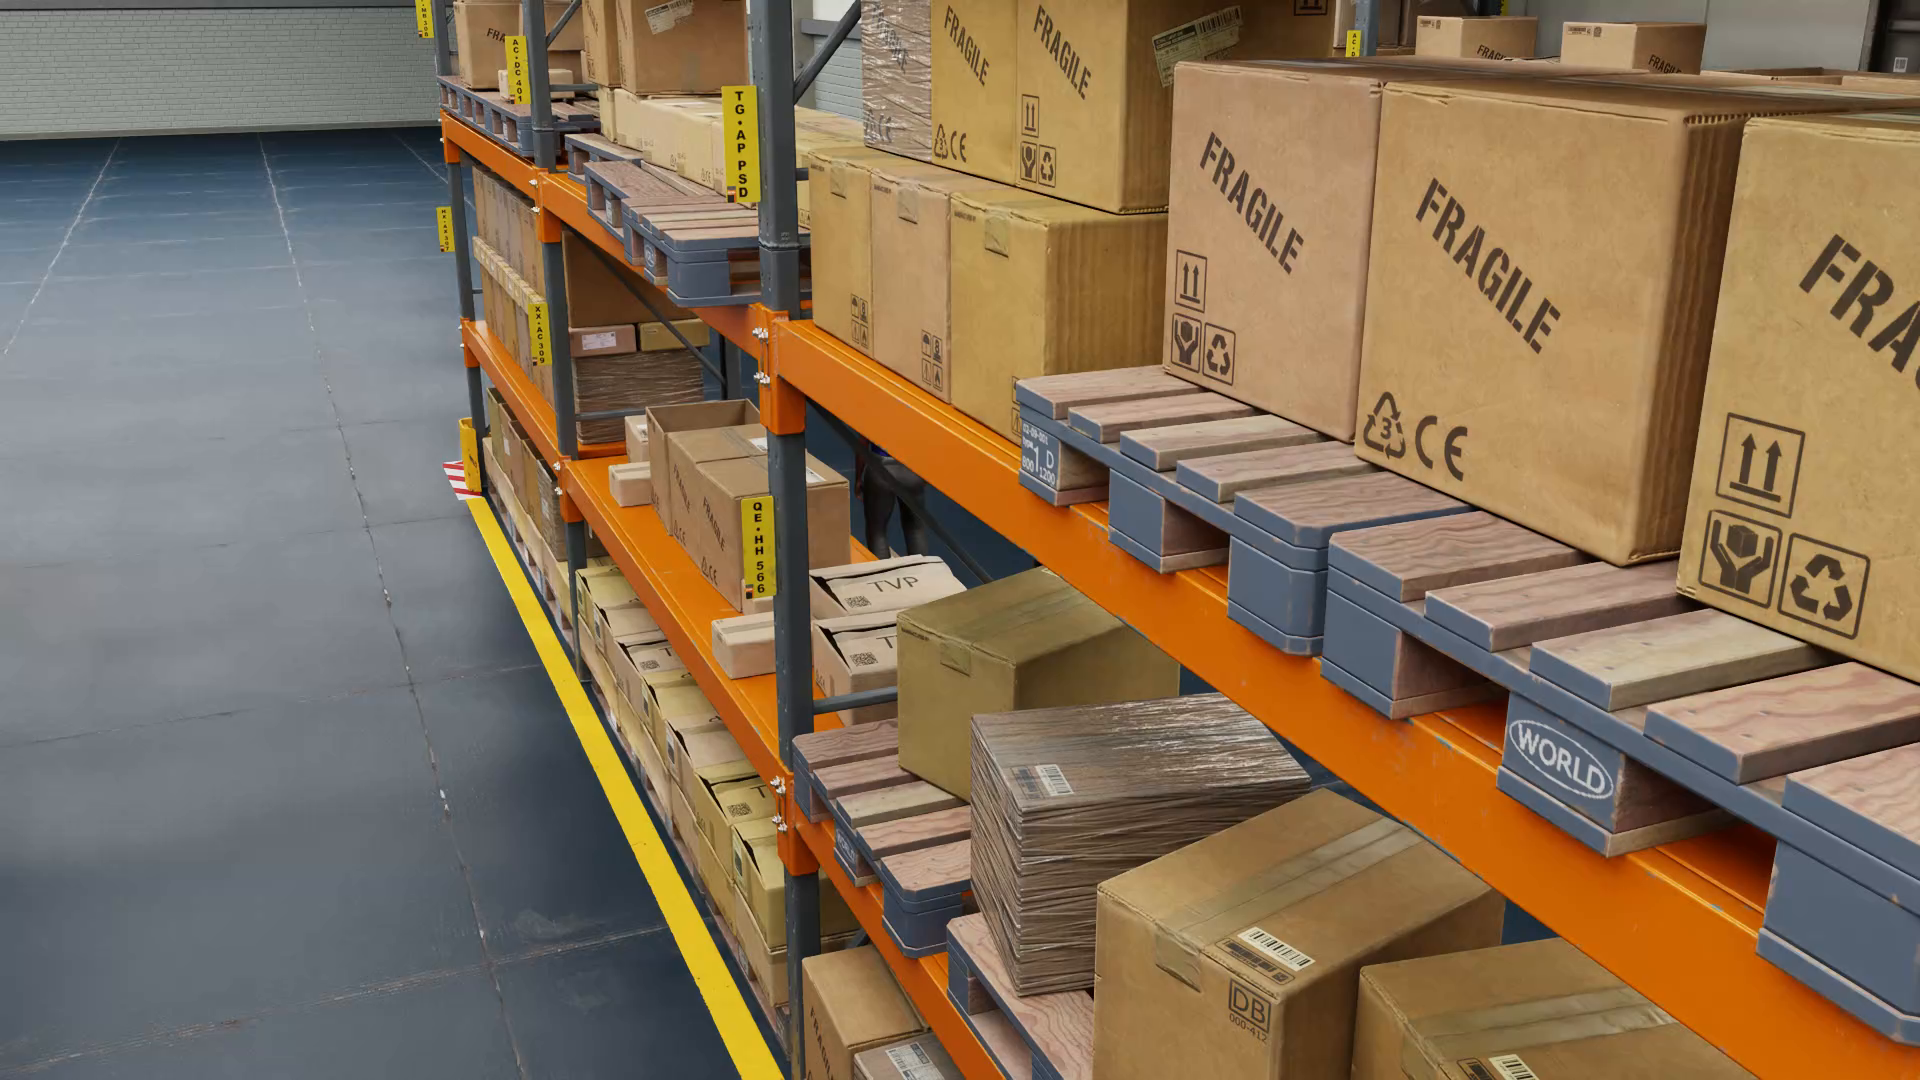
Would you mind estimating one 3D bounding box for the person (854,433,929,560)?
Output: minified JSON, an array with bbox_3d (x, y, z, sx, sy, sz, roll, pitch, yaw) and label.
[{"bbox_3d":[-0.407,-0.390,10.207,0.514,1.654,0.352,-8,21,-22],"label":"person"}]
